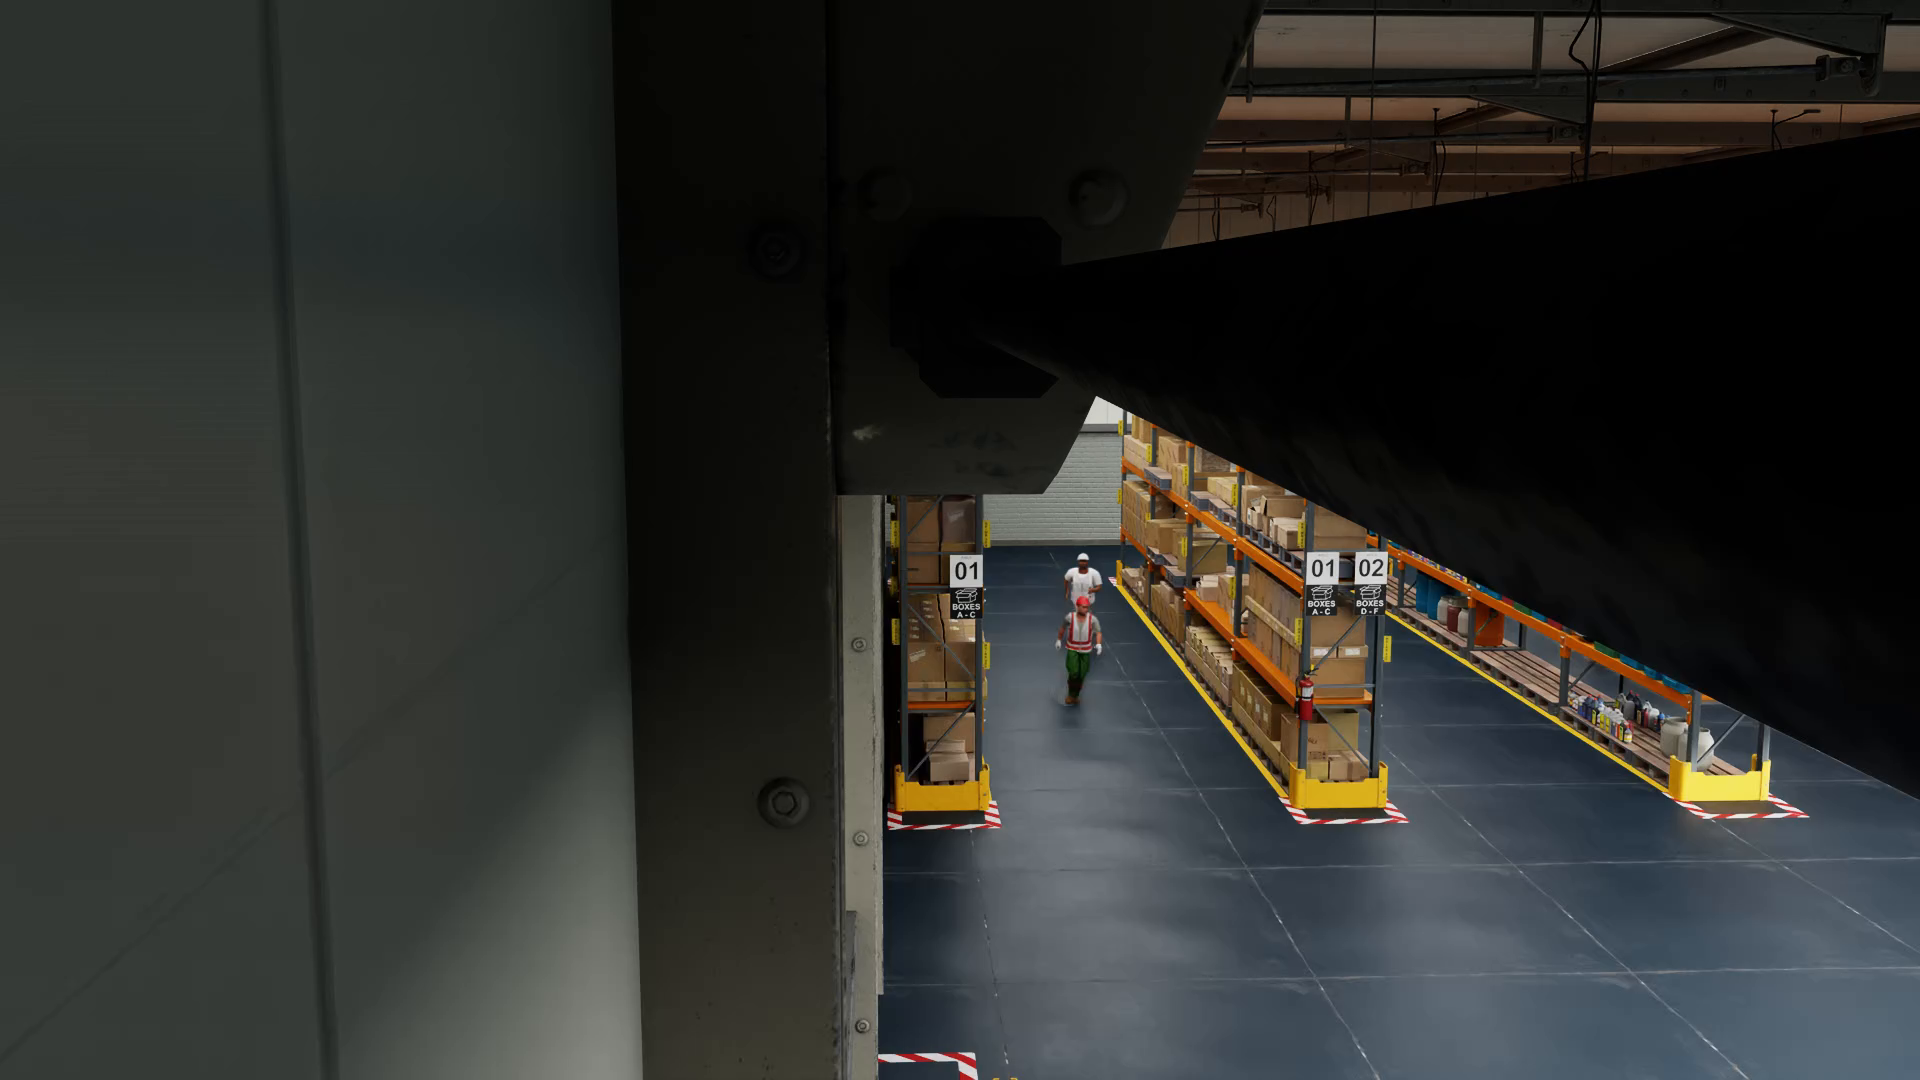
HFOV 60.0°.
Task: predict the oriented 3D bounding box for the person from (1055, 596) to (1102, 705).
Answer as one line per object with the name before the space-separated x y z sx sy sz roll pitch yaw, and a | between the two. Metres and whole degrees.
person | 1.842 1.708 25.492 0.650 1.729 0.811 -1 8 -7

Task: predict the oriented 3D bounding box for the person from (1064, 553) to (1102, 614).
person | 2.189 1.114 29.536 0.669 1.785 0.711 0 8 0

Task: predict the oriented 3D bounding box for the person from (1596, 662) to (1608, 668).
person | 11.087 1.411 28.060 0.559 1.597 0.706 0 8 3
